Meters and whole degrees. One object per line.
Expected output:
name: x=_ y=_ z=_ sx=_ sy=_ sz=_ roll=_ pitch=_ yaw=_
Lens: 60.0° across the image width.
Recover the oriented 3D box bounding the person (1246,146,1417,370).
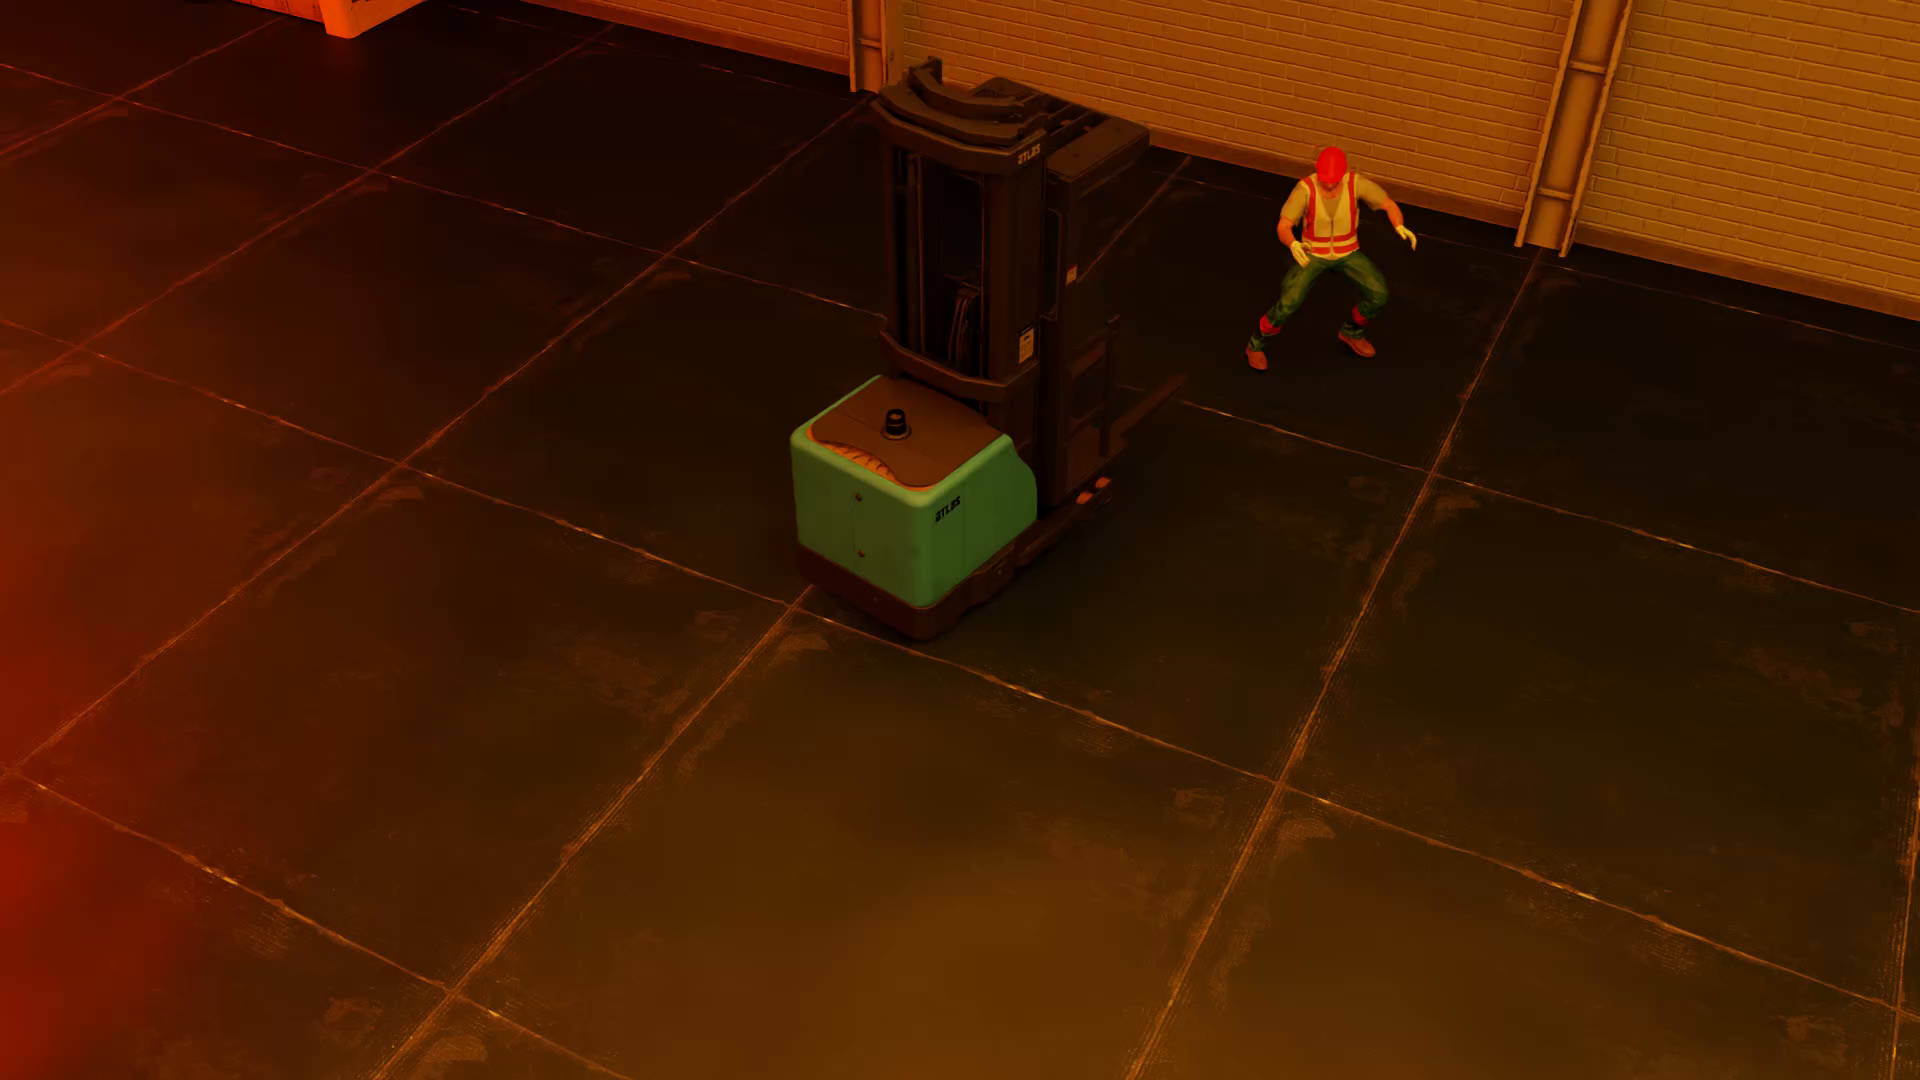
person: x=2.533 y=-1.895 z=11.304 sx=1.006 sy=1.564 sz=0.774 roll=2 pitch=40 yaw=3

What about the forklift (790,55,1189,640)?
forklift: x=0.343 y=-1.440 z=9.697 sx=1.130 sy=2.935 sz=3.031 roll=27 pitch=47 yaw=29
